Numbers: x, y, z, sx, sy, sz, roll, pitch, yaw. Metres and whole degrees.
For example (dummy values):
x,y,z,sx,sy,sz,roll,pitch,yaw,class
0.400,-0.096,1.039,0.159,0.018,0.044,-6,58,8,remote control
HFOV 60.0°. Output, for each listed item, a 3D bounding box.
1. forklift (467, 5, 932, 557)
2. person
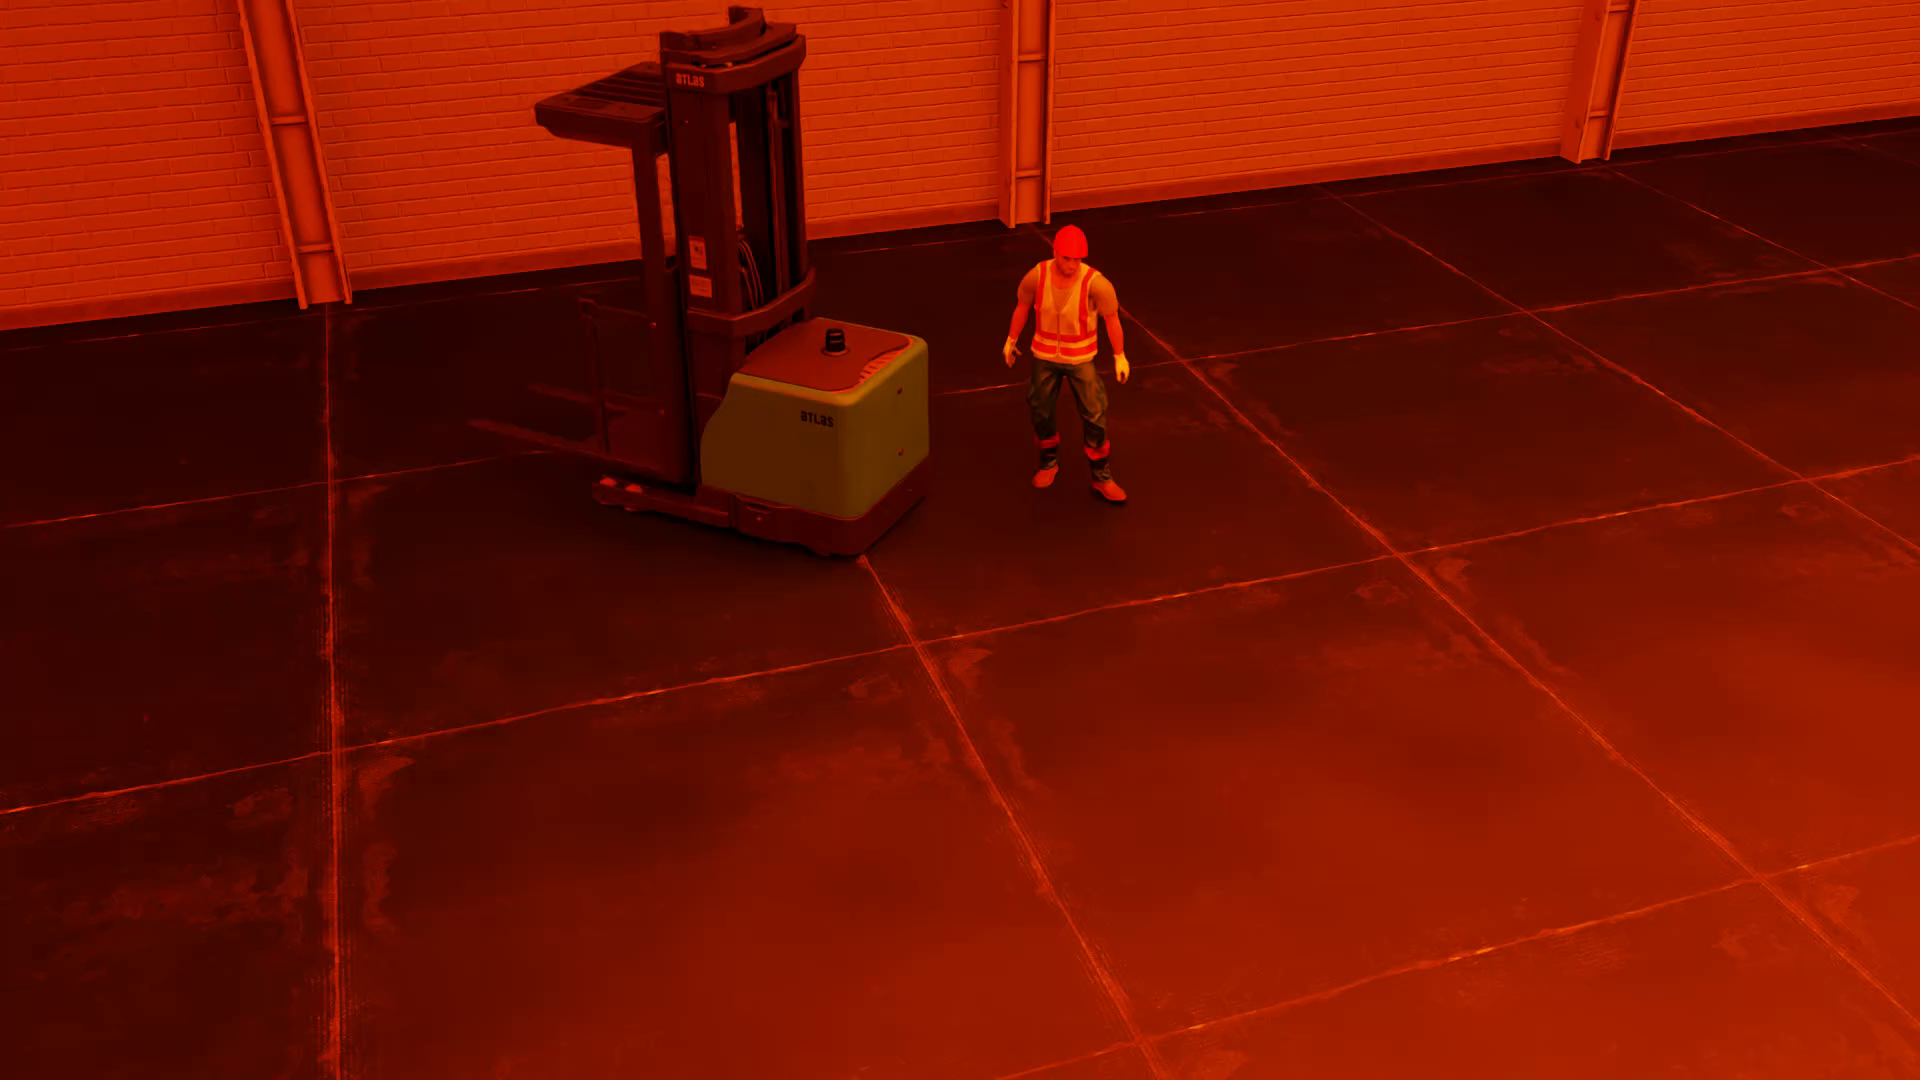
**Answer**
x,y,z,sx,sy,sz,roll,pitch,yaw,class
-1.733,-1.666,9.982,3.031,2.935,1.130,14,33,22,forklift
0.652,-1.099,10.190,0.868,1.749,0.437,8,31,14,person
